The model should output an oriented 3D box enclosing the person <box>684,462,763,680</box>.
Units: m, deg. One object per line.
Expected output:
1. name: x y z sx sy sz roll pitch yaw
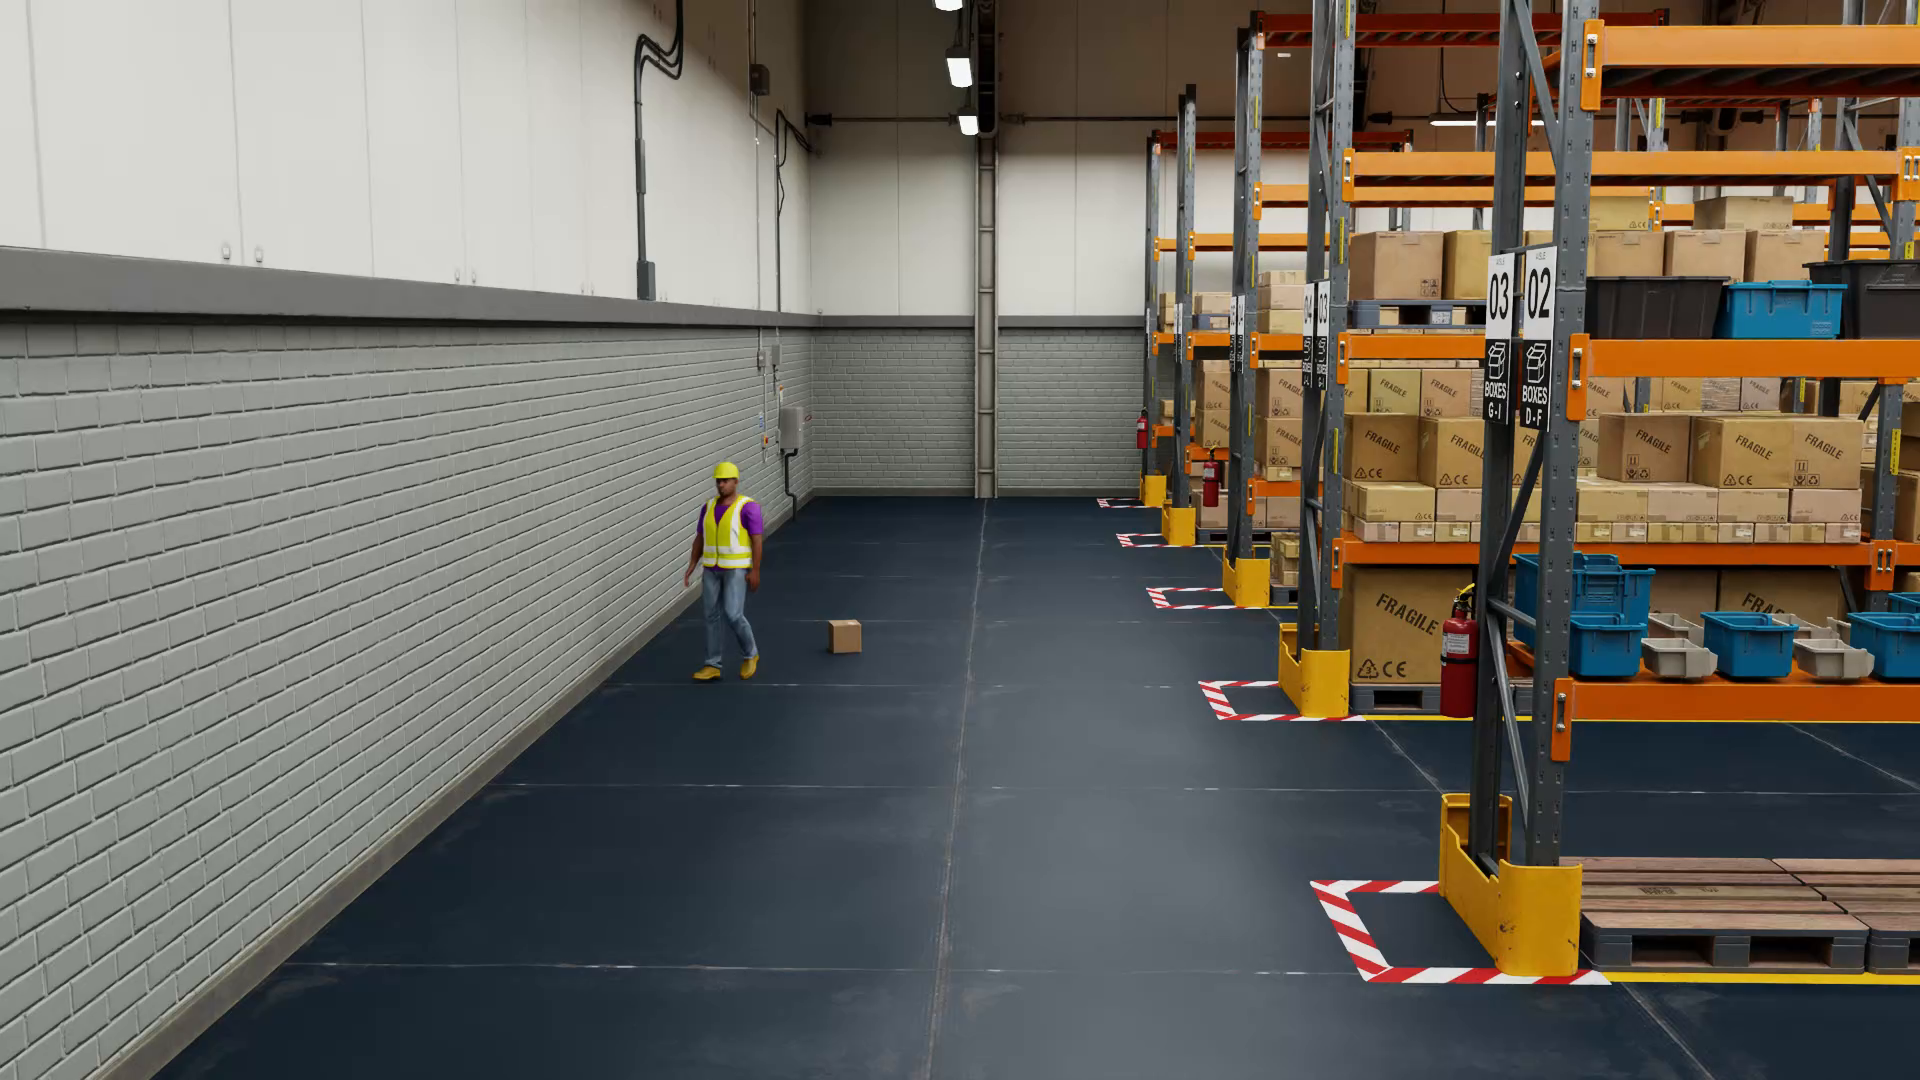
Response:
1. person: -1.940 0.255 13.522 0.592 1.767 0.544 3 8 26
